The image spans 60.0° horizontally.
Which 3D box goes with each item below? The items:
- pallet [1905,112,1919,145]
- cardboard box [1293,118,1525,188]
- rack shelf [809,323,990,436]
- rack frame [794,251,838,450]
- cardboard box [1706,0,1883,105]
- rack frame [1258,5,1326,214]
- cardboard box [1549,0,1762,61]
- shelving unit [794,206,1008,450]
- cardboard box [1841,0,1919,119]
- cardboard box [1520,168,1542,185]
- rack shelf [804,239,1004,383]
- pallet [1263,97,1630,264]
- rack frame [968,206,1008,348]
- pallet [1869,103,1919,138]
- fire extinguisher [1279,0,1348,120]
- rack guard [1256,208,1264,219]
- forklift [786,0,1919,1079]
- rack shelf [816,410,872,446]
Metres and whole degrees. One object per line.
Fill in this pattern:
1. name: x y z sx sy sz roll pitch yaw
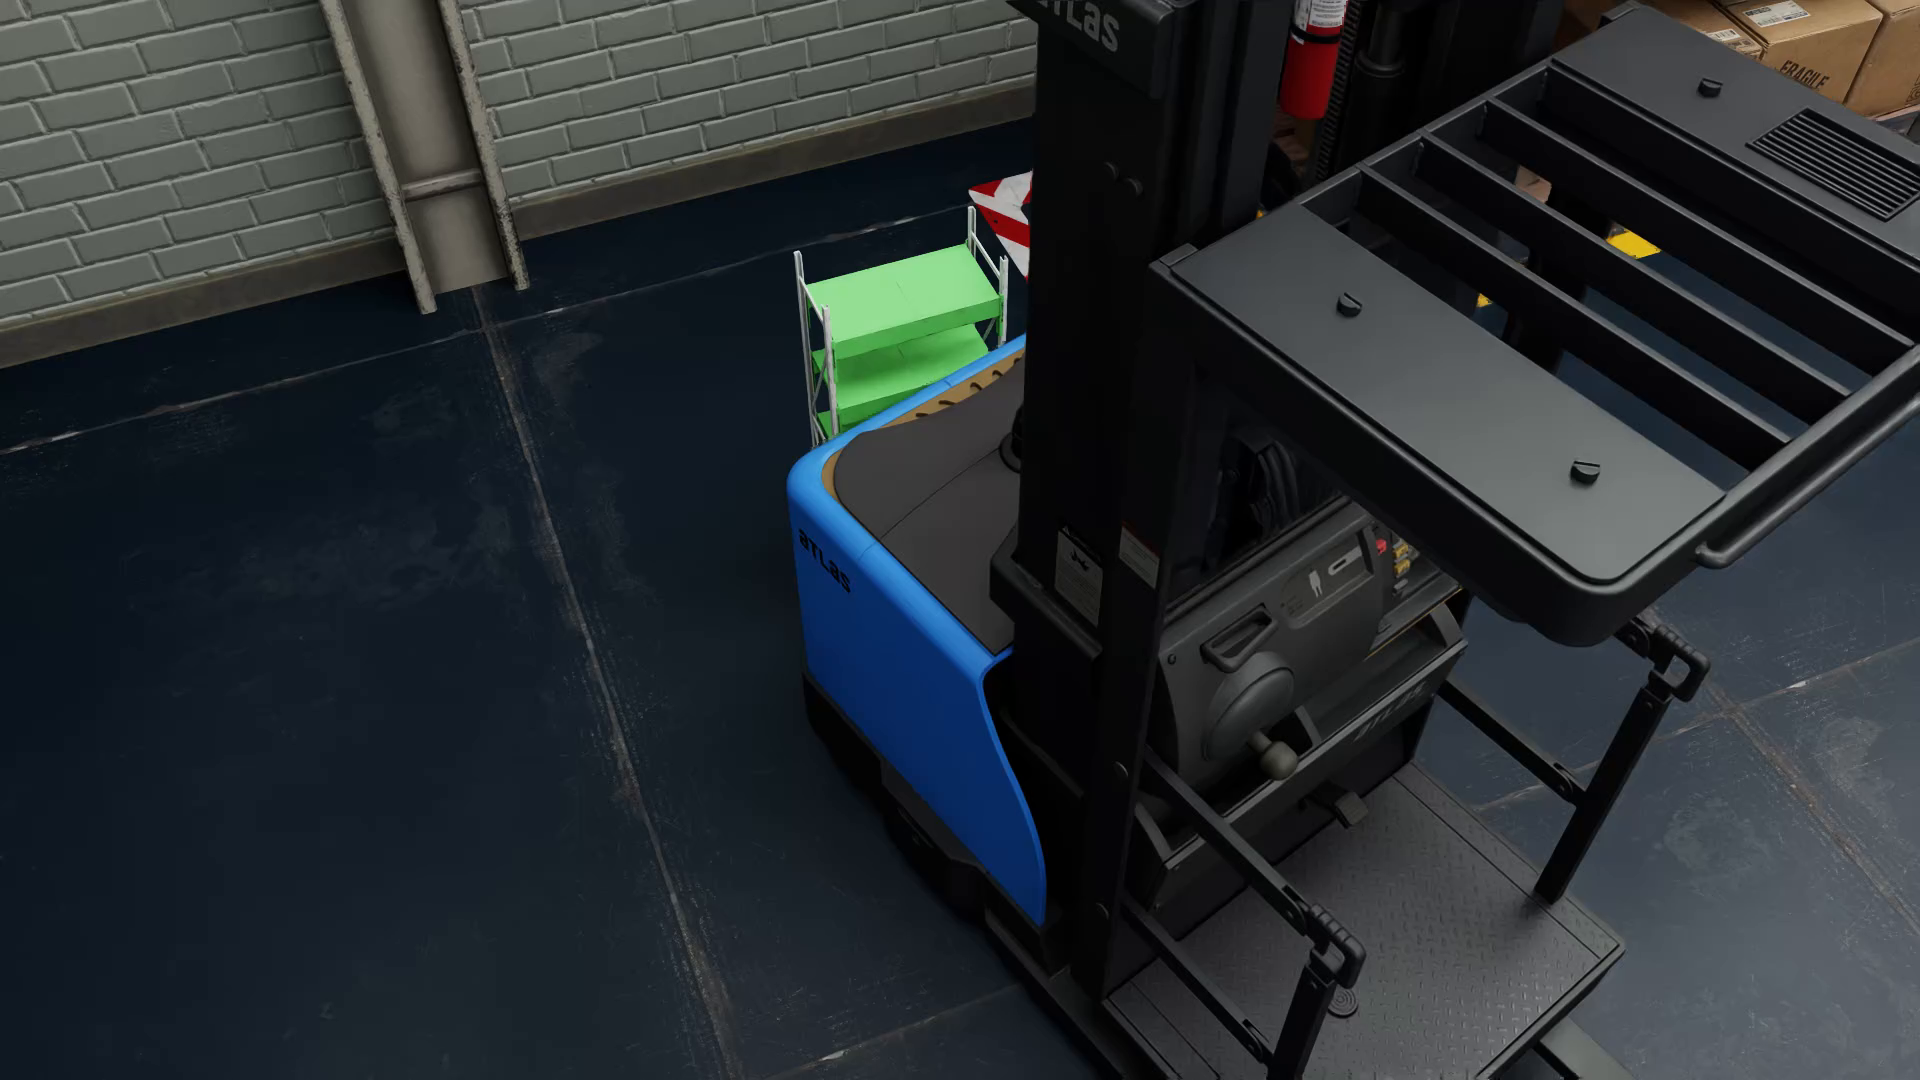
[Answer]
1. pallet: 4.104 -2.130 6.940 1.213 0.211 1.003 -17 52 -14
2. cardboard box: 1.639 -1.520 5.947 0.637 0.503 0.797 -19 52 -16
3. rack shelf: -0.153 -0.458 4.620 0.480 0.148 0.258 -17 52 -14
4. rack frame: -0.379 -0.273 4.694 0.015 1.200 0.240 -17 52 -14
5. cardboard box: 2.973 -1.818 6.205 0.500 0.500 0.500 -16 51 -14
6. rack frame: 1.037 -2.087 5.065 0.127 3.000 1.000 -17 52 -14
7. cardboard box: 2.445 -1.737 6.135 0.500 0.500 0.700 -15 51 -13
8. shelving unit: -0.153 -0.343 4.754 0.503 1.200 0.258 -17 52 -14
9. cardboard box: 3.406 -2.034 6.391 0.500 0.500 0.700 -19 52 -16
10. cardboard box: 2.047 -1.499 6.162 0.250 0.149 0.380 -19 52 -16
11. rack shelf: -0.153 -0.614 4.438 0.480 0.148 0.258 -17 52 -14
12. pallet: 1.845 -1.430 6.339 1.213 0.211 1.003 -17 52 -14
13. rack frame: 0.073 -0.413 4.814 0.015 1.200 0.240 -17 52 -14
14. pallet: 2.973 -1.777 6.637 1.213 0.211 1.003 -17 52 -14
15. fire extinguisher: 1.076 -1.574 4.921 0.183 0.674 0.296 -17 52 -14
16. rack guard: 1.108 -1.295 6.032 0.348 0.500 1.175 -17 52 -14
17. forklift: 0.874 0.215 3.134 1.130 2.935 3.031 -31 56 -24
18. rack shelf: -0.153 -0.302 4.802 0.480 0.148 0.258 -17 52 -14
